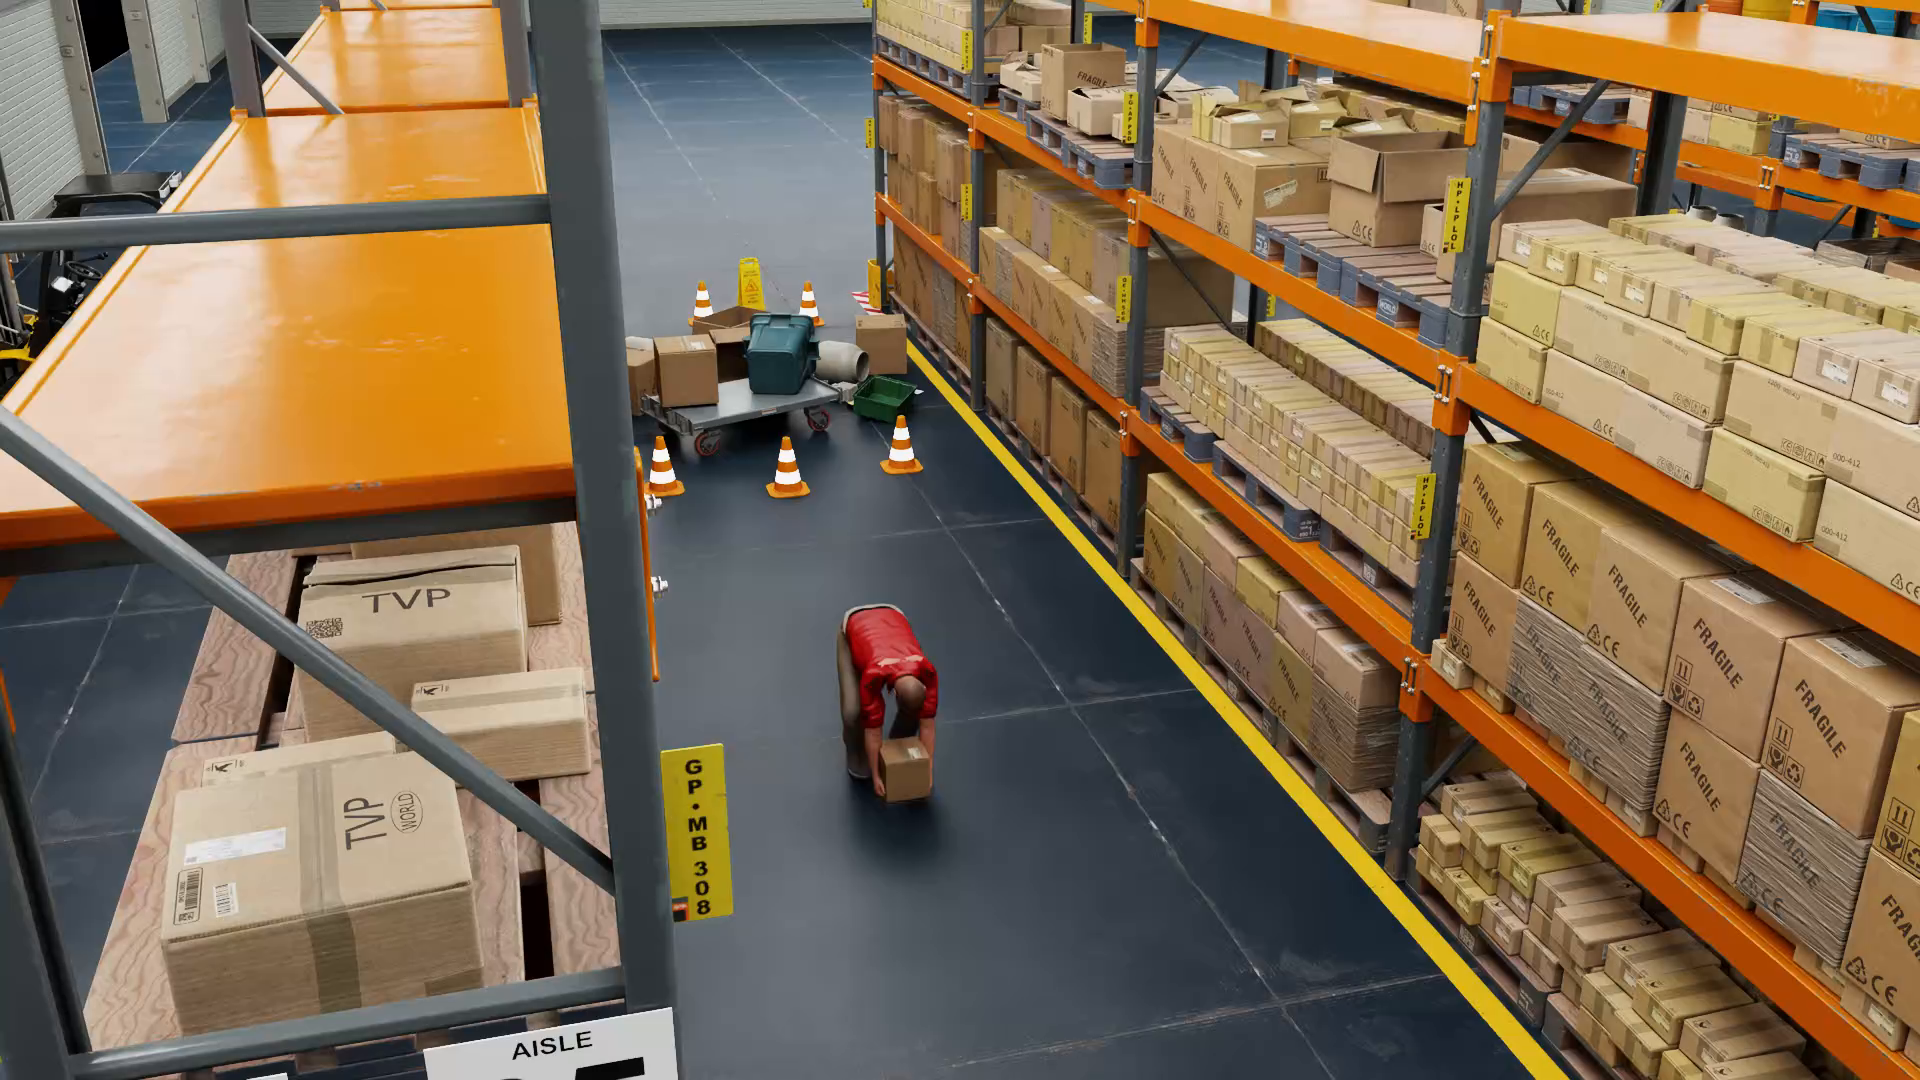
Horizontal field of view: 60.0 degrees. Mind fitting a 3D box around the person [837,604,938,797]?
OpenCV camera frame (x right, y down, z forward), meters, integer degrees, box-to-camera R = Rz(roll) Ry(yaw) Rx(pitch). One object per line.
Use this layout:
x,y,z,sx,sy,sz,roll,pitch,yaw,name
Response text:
-0.398,0.929,9.378,0.530,0.976,0.958,-7,24,-17,person
